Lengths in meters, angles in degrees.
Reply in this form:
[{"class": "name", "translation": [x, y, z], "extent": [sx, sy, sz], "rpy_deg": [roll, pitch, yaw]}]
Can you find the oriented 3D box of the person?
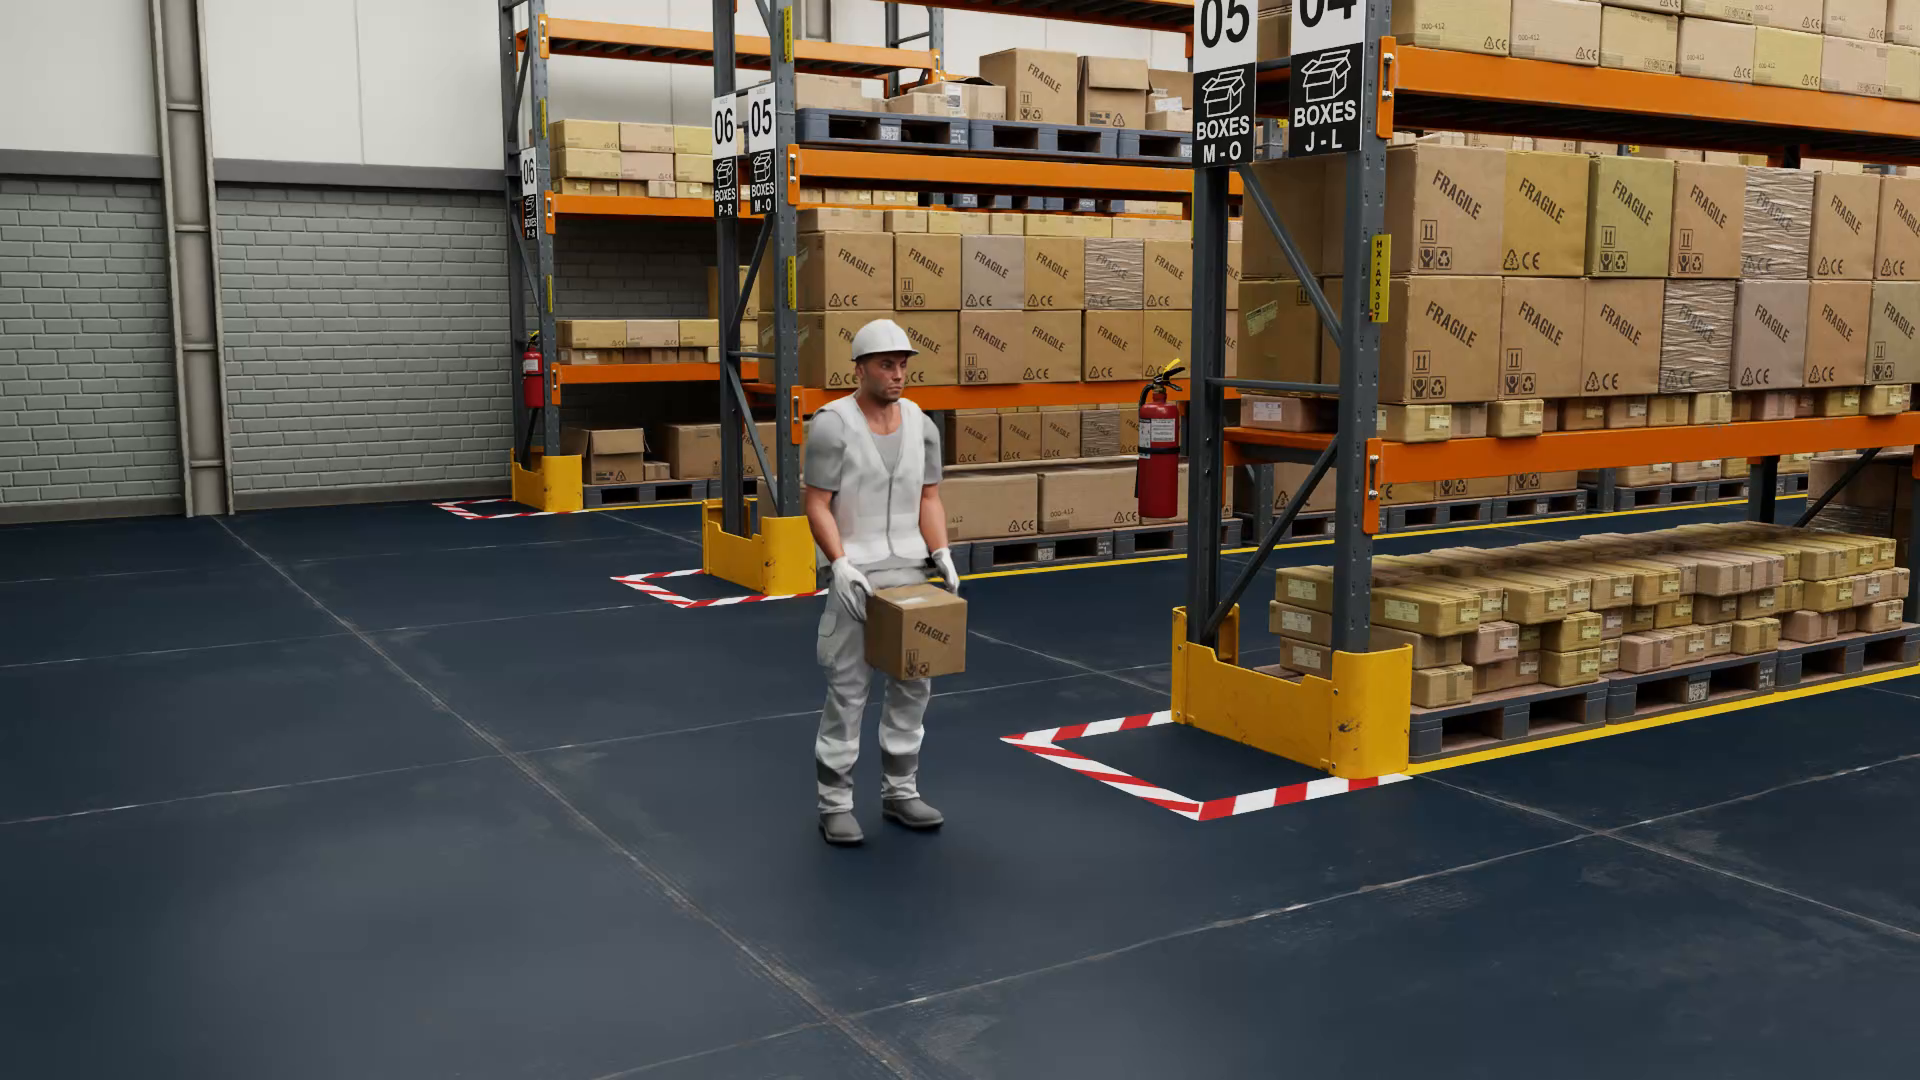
[{"class": "person", "translation": [-0.275, 0.132, 5.796], "extent": [0.539, 1.789, 0.437], "rpy_deg": [-5, 9, -32]}]
